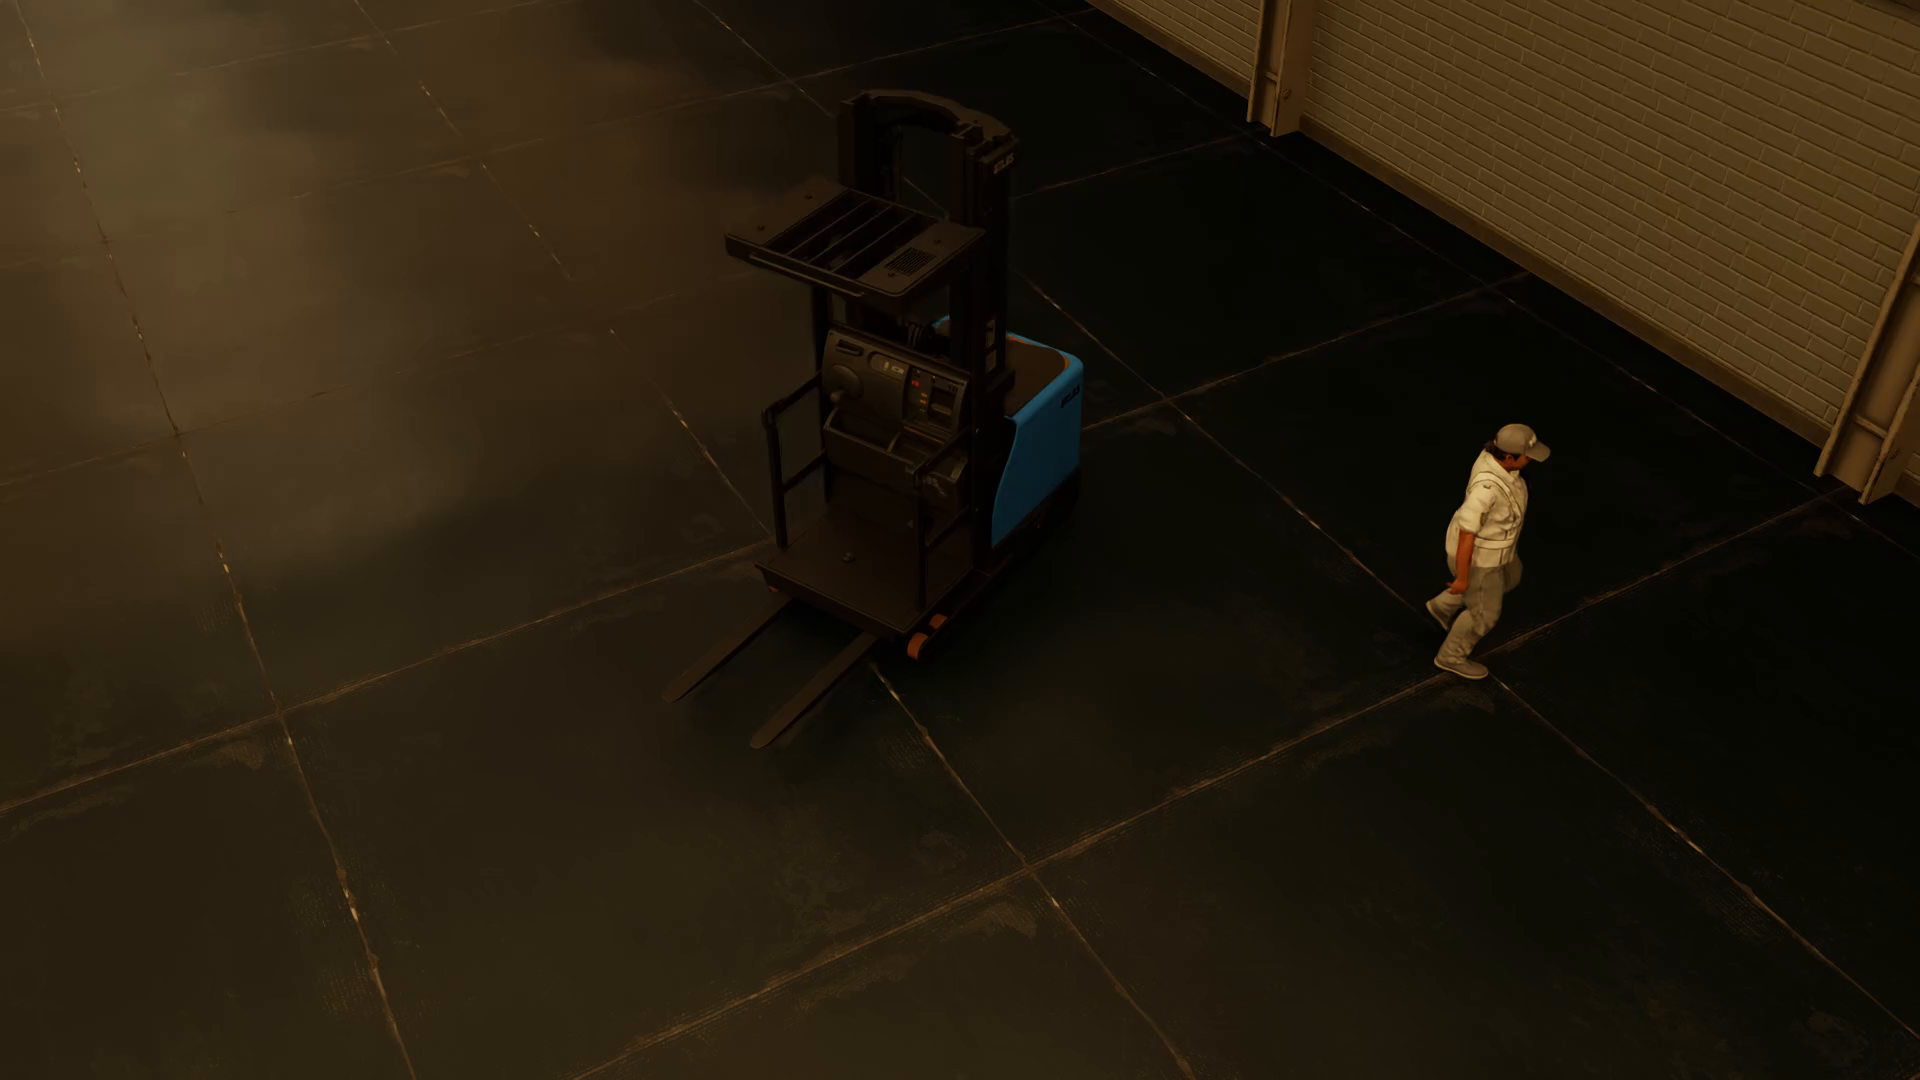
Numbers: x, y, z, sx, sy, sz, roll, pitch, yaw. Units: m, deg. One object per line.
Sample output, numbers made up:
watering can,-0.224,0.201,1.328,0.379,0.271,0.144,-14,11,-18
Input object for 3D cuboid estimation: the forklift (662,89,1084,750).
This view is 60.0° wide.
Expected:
forklift,-0.482,-0.783,8.981,1.130,2.935,3.031,23,45,26

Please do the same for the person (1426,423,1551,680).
person,2.846,0.045,8.995,0.470,1.645,0.645,12,41,14
